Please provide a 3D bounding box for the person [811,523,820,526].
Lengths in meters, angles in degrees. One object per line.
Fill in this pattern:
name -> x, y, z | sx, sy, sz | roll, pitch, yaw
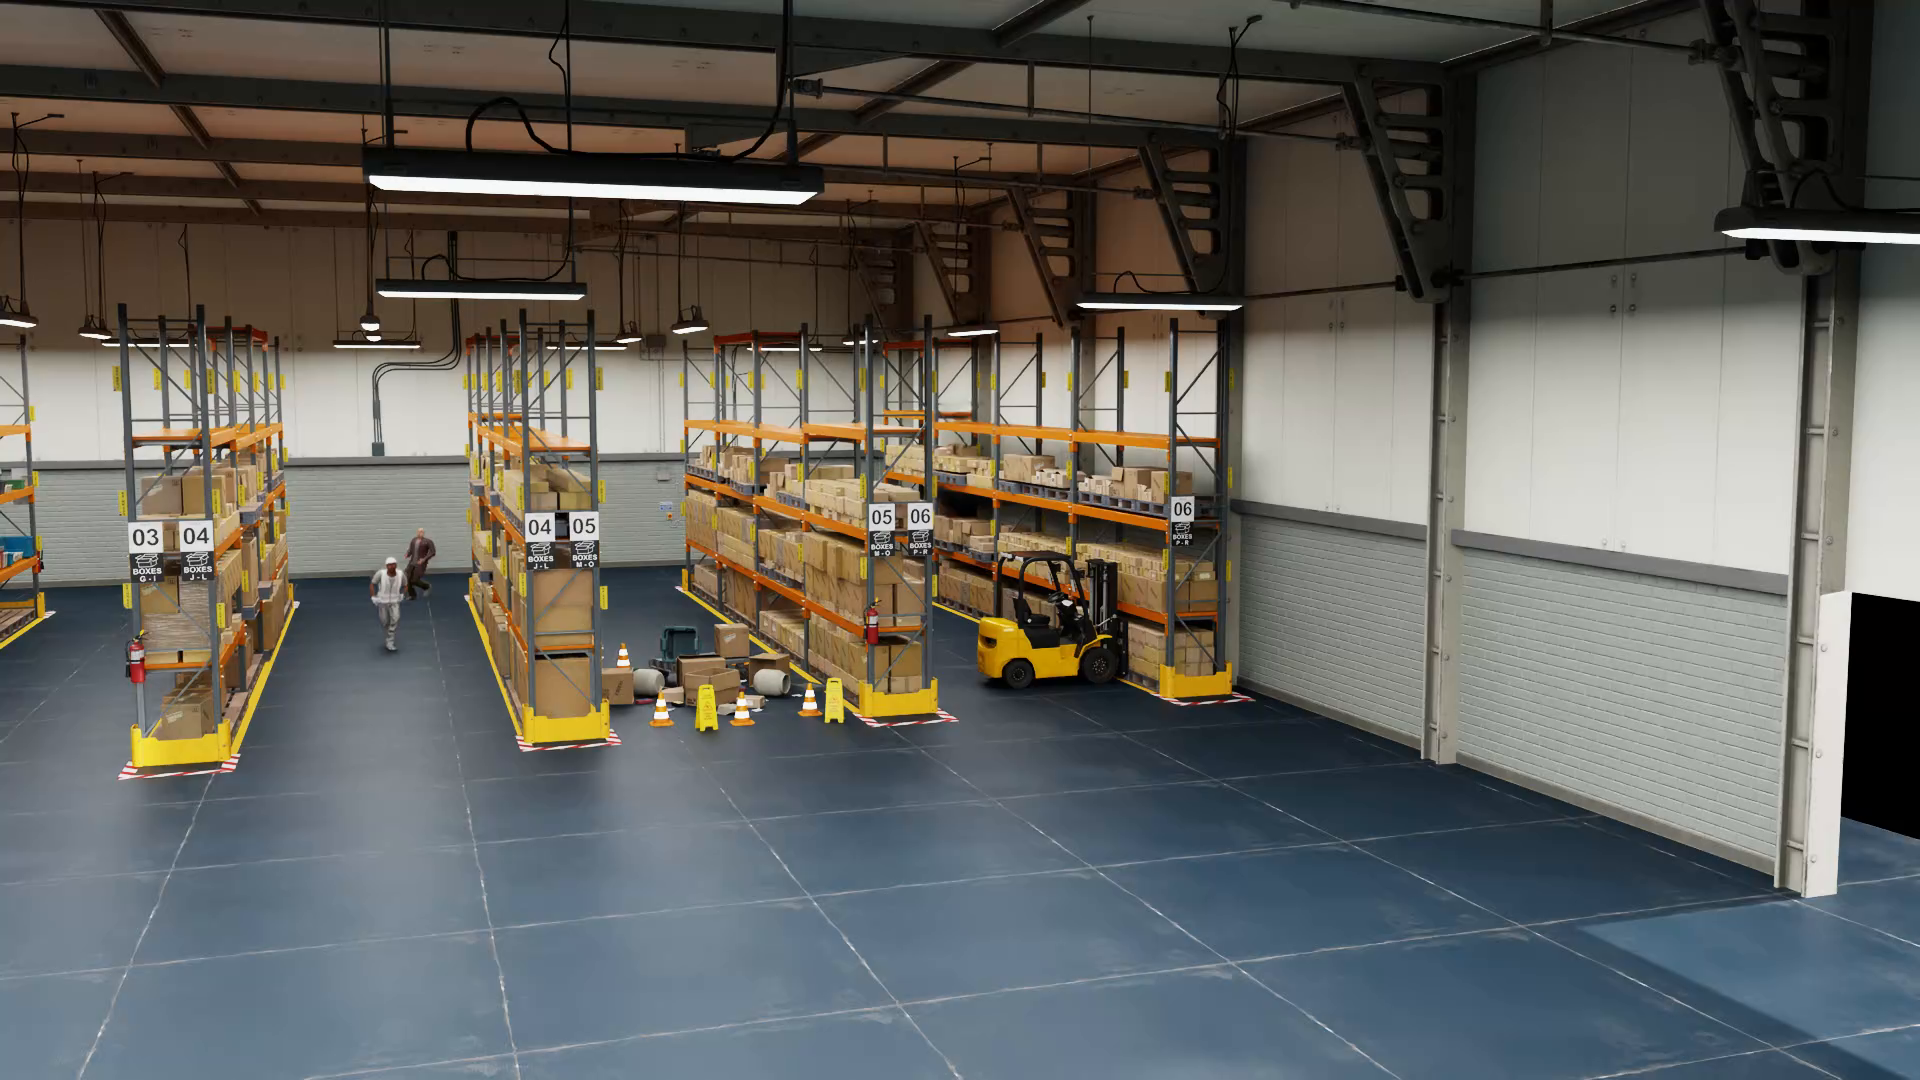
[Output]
person -> -3.118, 0.439, 36.302 | 0.596, 1.706, 0.802 | -2, 6, -22

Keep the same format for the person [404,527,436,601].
person -> -12.385, 0.648, 38.148 | 0.717, 1.508, 0.622 | 2, 6, 22

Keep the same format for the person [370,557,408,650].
person -> -10.790, 1.177, 31.452 | 0.699, 1.744, 0.786 | -3, 6, -26
